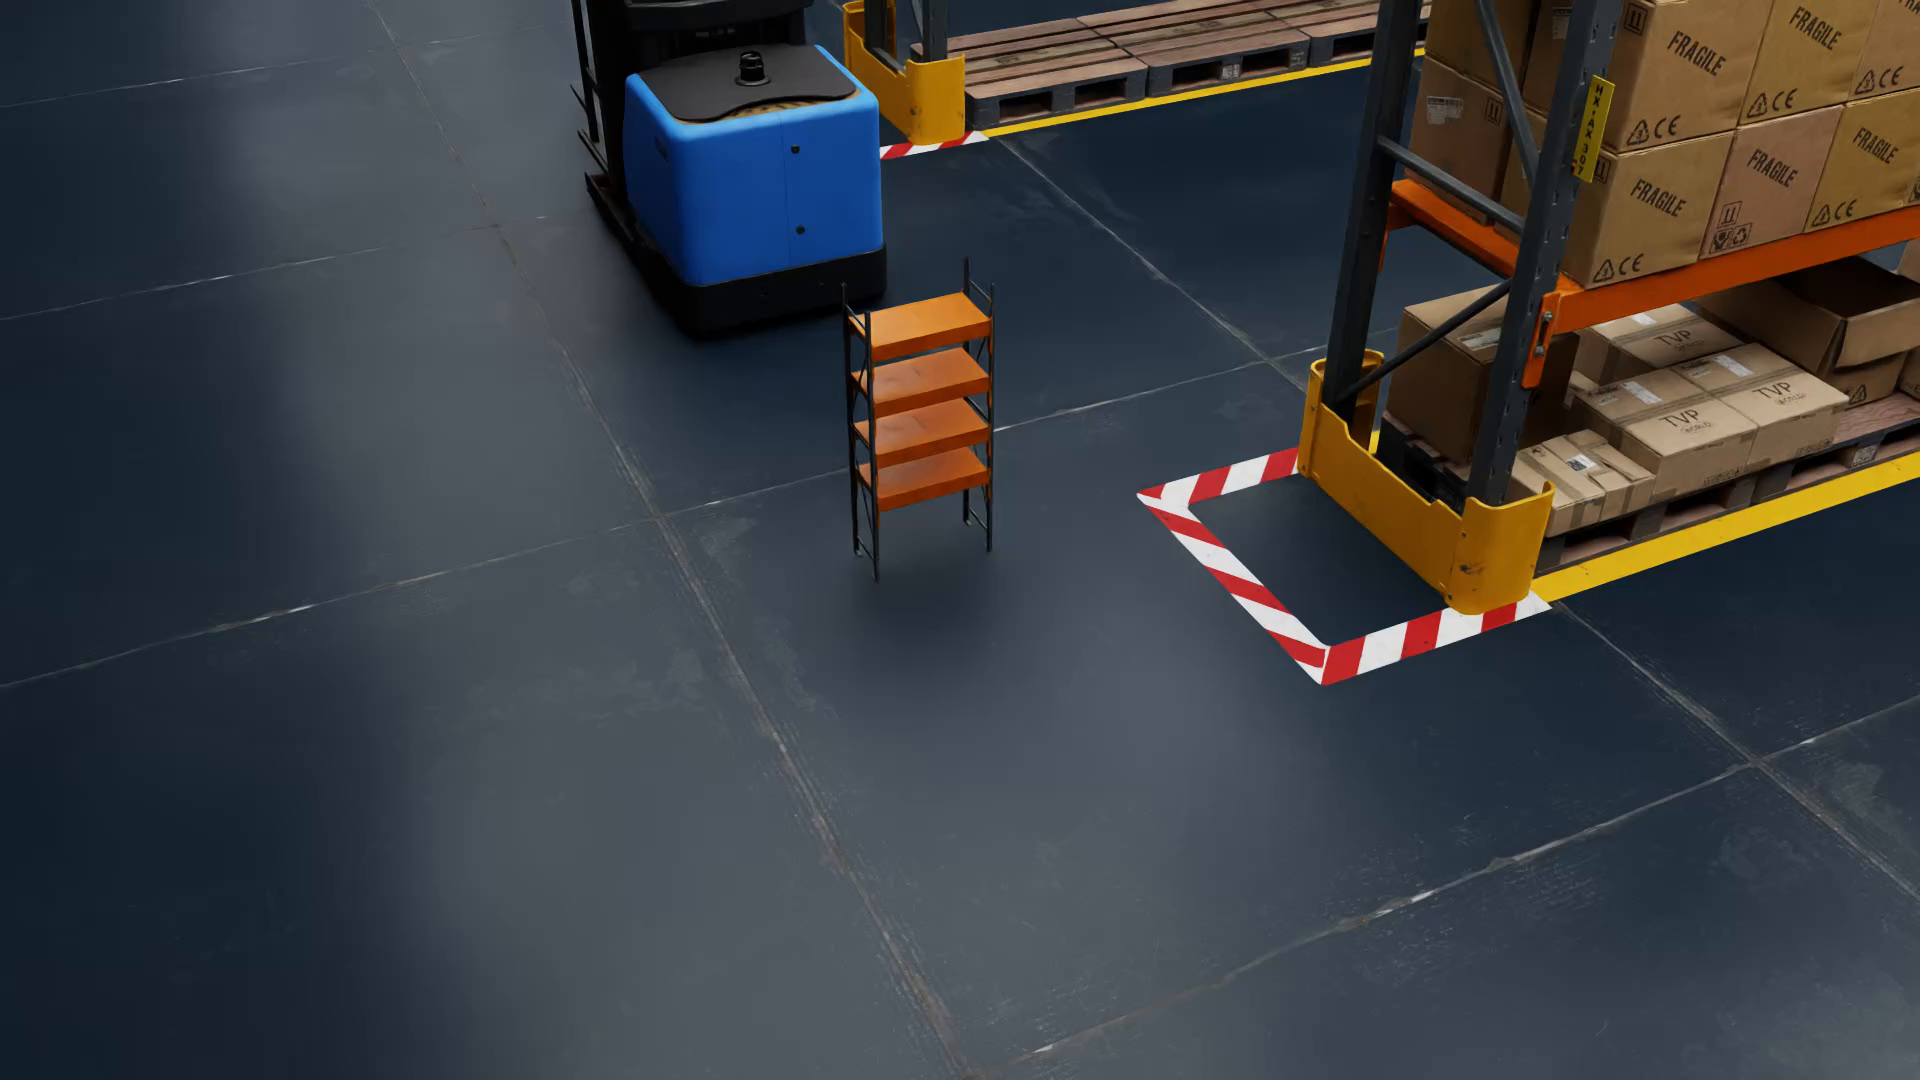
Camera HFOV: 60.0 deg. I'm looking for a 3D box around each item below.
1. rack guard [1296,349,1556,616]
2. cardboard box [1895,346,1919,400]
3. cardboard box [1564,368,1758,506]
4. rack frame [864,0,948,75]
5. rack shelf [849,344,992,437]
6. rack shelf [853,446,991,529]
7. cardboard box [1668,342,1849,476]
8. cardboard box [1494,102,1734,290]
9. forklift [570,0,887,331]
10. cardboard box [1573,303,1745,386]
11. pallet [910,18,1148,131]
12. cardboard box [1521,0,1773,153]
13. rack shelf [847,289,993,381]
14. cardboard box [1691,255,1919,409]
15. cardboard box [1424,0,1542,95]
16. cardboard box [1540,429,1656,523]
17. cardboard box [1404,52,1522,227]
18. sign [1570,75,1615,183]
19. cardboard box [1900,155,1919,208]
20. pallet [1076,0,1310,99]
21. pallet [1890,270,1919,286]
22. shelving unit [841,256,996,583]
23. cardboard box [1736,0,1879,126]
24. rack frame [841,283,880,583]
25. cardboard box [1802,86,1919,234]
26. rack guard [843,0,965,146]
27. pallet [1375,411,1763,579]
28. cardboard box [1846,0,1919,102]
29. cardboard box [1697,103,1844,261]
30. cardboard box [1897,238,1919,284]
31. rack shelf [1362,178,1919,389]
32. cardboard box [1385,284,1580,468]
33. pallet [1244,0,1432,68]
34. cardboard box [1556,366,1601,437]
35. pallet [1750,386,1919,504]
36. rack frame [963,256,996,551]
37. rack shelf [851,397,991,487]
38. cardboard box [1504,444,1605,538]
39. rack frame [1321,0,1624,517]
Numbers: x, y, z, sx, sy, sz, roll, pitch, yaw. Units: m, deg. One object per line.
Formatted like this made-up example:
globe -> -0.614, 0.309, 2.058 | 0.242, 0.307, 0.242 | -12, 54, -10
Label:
rack guard -> 1.832, -0.258, 6.678 | 0.348, 0.500, 1.175 | -16, 39, -20
cardboard box -> 4.311, -0.865, 7.285 | 0.500, 0.311, 0.500 | -16, 39, -20
cardboard box -> 2.829, -0.426, 6.745 | 0.500, 0.250, 0.500 | -16, 39, -20
rack frame -> -0.338, -3.915, 9.510 | 0.127, 3.000, 1.000 | -16, 39, -20
rack shelf -> -0.150, -0.566, 6.243 | 0.480, 0.148, 0.258 | -16, 39, -20
rack shelf -> -0.150, -0.226, 6.494 | 0.480, 0.148, 0.258 | -16, 39, -20
cardboard box -> 3.282, -0.552, 6.916 | 0.500, 0.250, 0.500 | -16, 39, -20
cardboard box -> 2.277, -1.253, 5.837 | 0.500, 0.500, 0.500 | -15, 39, -19
forklift -> -1.436, -3.052, 8.404 | 1.130, 2.935, 3.031 | -15, 39, -19
cardboard box -> 3.024, -0.809, 7.262 | 0.500, 0.250, 0.500 | -16, 39, -20
pallet -> 0.425, -2.982, 10.594 | 1.213, 0.211, 1.003 | -16, 39, -20
cardboard box -> 2.277, -1.654, 5.539 | 0.500, 0.500, 0.500 | -14, 39, -19
rack shelf -> -0.150, -0.756, 6.102 | 0.480, 0.148, 0.258 | -16, 39, -20
cardboard box -> 3.686, -0.951, 7.240 | 0.637, 0.503, 0.797 | -16, 39, -20
cardboard box -> 2.050, -1.945, 5.931 | 0.500, 0.500, 0.500 | -16, 39, -20
cardboard box -> 2.515, -0.265, 6.598 | 0.250, 0.166, 0.380 | -16, 39, -20
cardboard box -> 2.053, -1.543, 6.228 | 0.500, 0.500, 0.500 | -14, 39, -19
sign -> 1.994, -1.297, 5.255 | 0.005, 0.325, 0.100 | -16, 39, -20
cardboard box -> 3.651, -1.637, 6.355 | 0.500, 0.500, 0.500 | -15, 39, -19
pallet -> 1.528, -3.289, 11.007 | 1.213, 0.211, 1.003 | -16, 39, -20
pallet -> 4.763, -0.961, 7.869 | 1.213, 0.211, 1.003 | -16, 39, -20
shelving unit -> -0.150, -0.440, 6.336 | 0.503, 1.200, 0.258 | -16, 39, -20
cardboard box -> 2.747, -1.791, 5.723 | 0.500, 0.500, 0.500 | -15, 39, -19
rack frame -> -0.371, -0.378, 6.253 | 0.015, 1.200, 0.240 | -16, 39, -20
cardboard box -> 3.198, -1.512, 6.186 | 0.500, 0.500, 0.500 | -16, 39, -20
rack guard -> -0.354, -2.897, 10.237 | 0.348, 0.500, 1.175 | -16, 39, -20
pallet -> 2.554, -0.344, 7.037 | 1.213, 0.211, 1.003 | -16, 39, -20
cardboard box -> 3.202, -1.915, 5.890 | 0.500, 0.500, 0.500 | -15, 39, -19
cardboard box -> 2.742, -1.386, 6.017 | 0.500, 0.500, 0.500 | -16, 39, -20
cardboard box -> 4.913, -1.362, 7.956 | 0.500, 0.311, 0.500 | -16, 39, -20
rack shelf -> 3.574, -1.460, 6.804 | 4.000, 0.370, 1.077 | -16, 39, -20
cardboard box -> 2.151, -0.686, 6.885 | 0.500, 0.500, 0.500 | -16, 39, -20
pallet -> 2.634, -3.600, 11.426 | 1.213, 0.211, 1.003 | -16, 39, -20
cardboard box -> 2.556, -0.606, 7.057 | 0.250, 0.166, 0.380 | -16, 39, -20
pallet -> 3.657, -0.650, 7.450 | 1.213, 0.211, 1.003 | -16, 39, -20
rack frame -> 0.071, -0.502, 6.419 | 0.015, 1.200, 0.240 | -16, 39, -20
rack shelf -> -0.150, -0.386, 6.376 | 0.480, 0.148, 0.258 | -16, 39, -20
cardboard box -> 2.289, -0.195, 6.518 | 0.250, 0.149, 0.380 | -16, 39, -20
rack frame -> 1.764, -1.242, 5.907 | 0.127, 3.000, 1.000 | -16, 39, -20
